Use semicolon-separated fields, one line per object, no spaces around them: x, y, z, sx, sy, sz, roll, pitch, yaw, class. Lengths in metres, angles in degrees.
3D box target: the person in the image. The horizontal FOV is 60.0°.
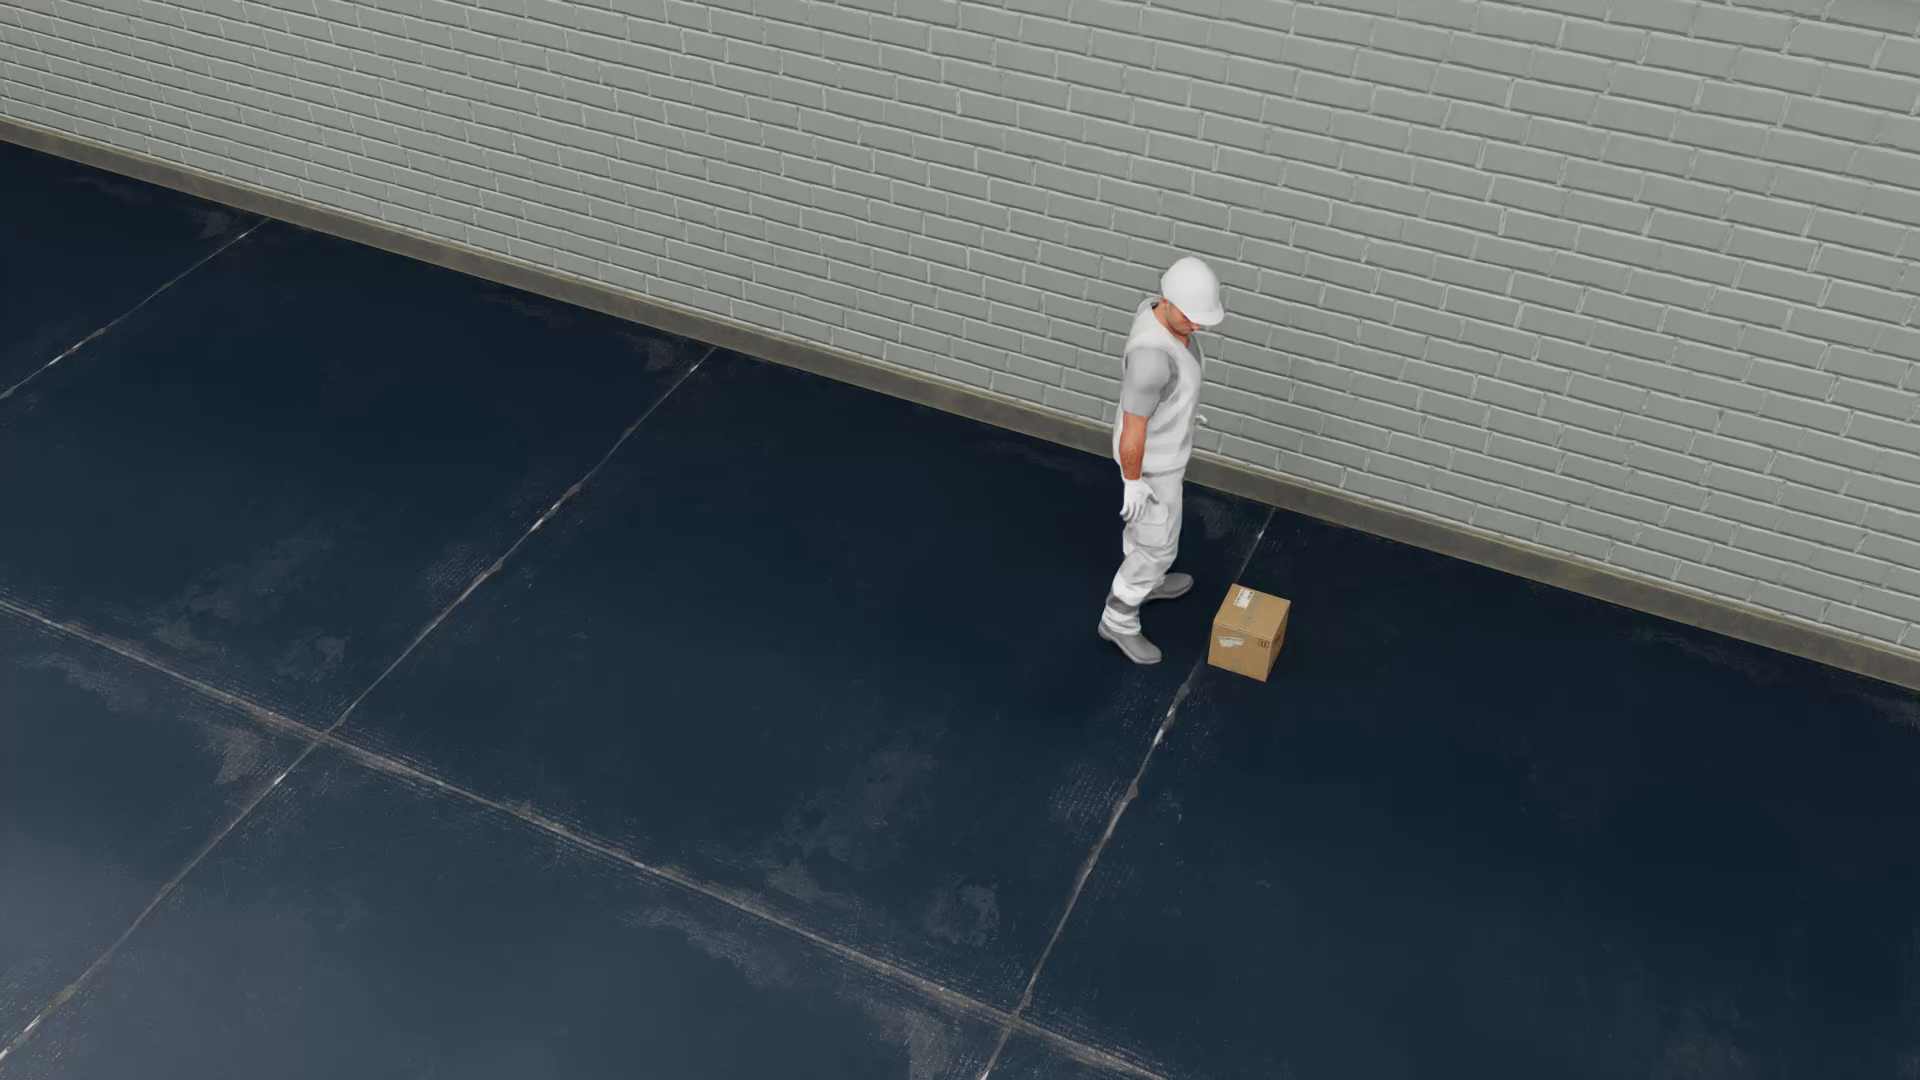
0.790;-0.346;6.530;0.385;1.803;0.662;7;42;7;person
